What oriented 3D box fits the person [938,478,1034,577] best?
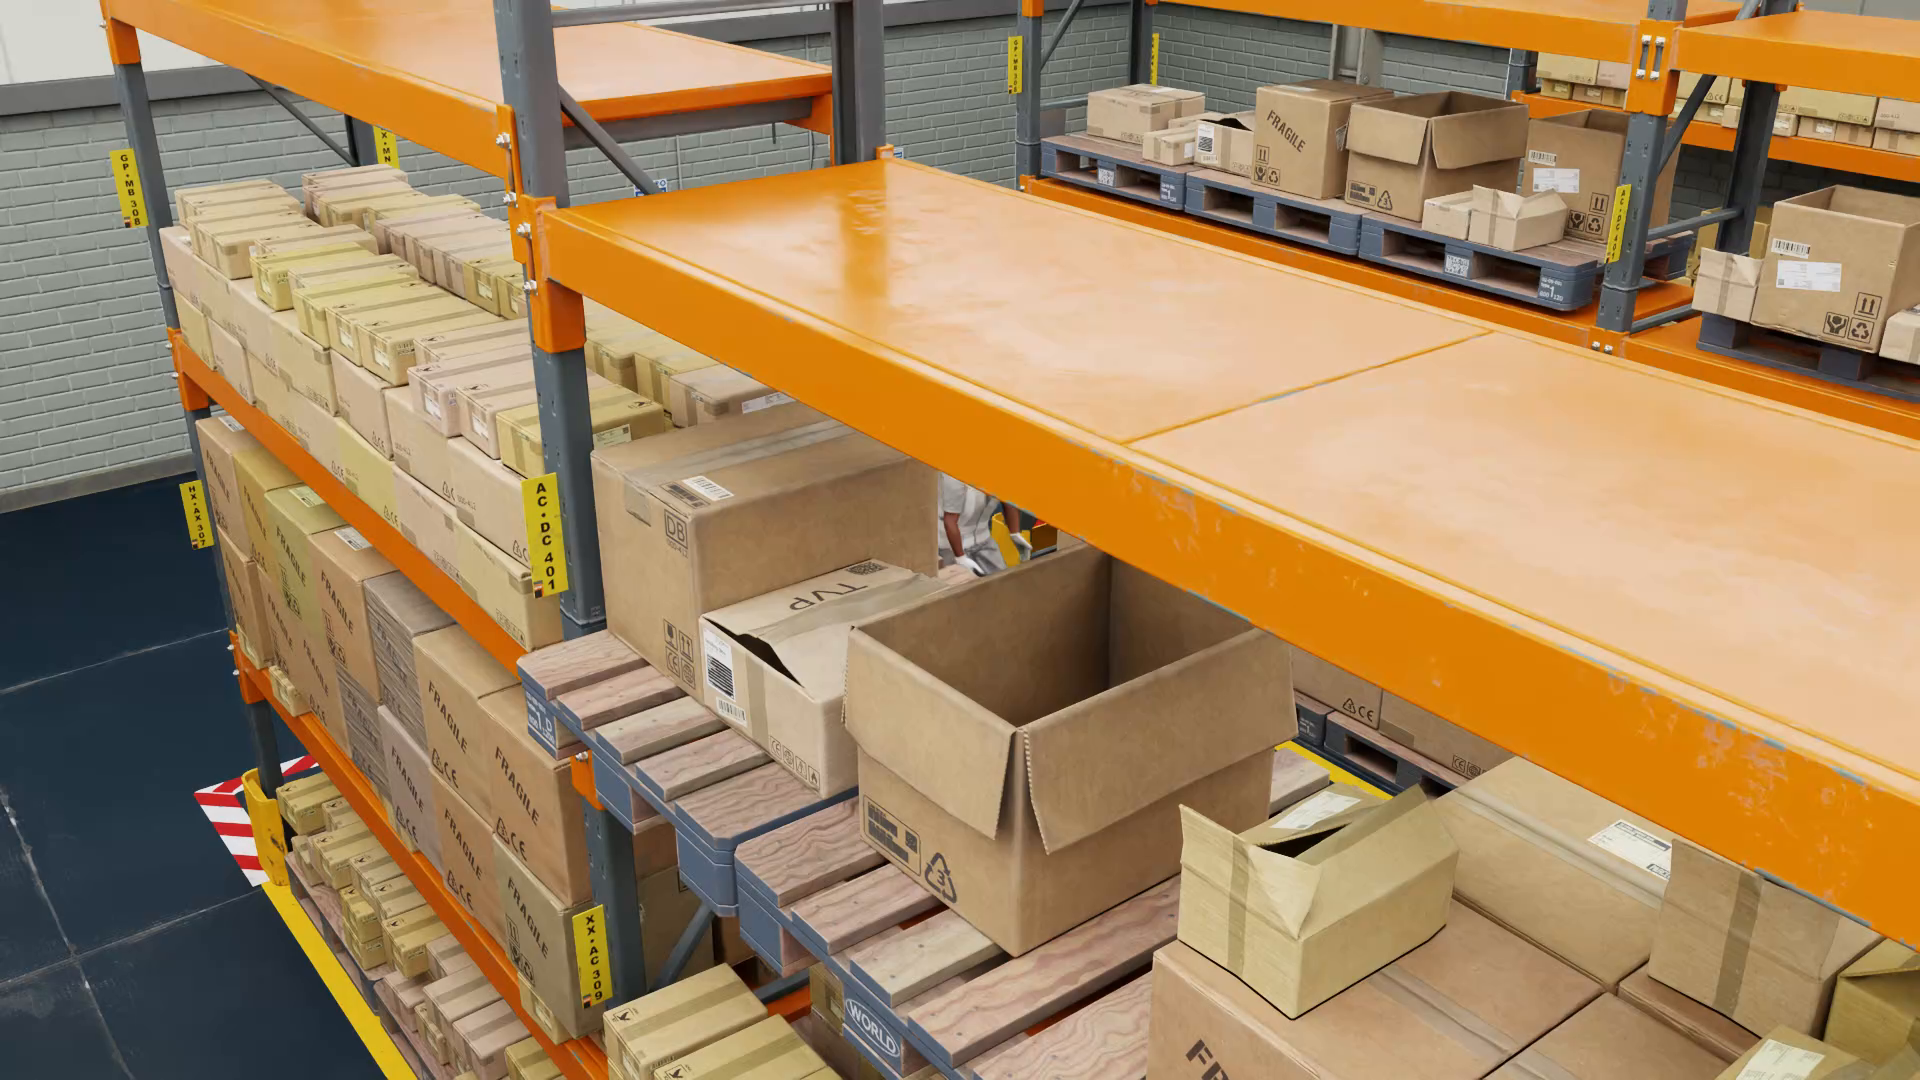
[{"bbox_3d":[0.121,0.090,10.060,0.610,1.498,0.716,-23,33,-40],"label":"person"}]
